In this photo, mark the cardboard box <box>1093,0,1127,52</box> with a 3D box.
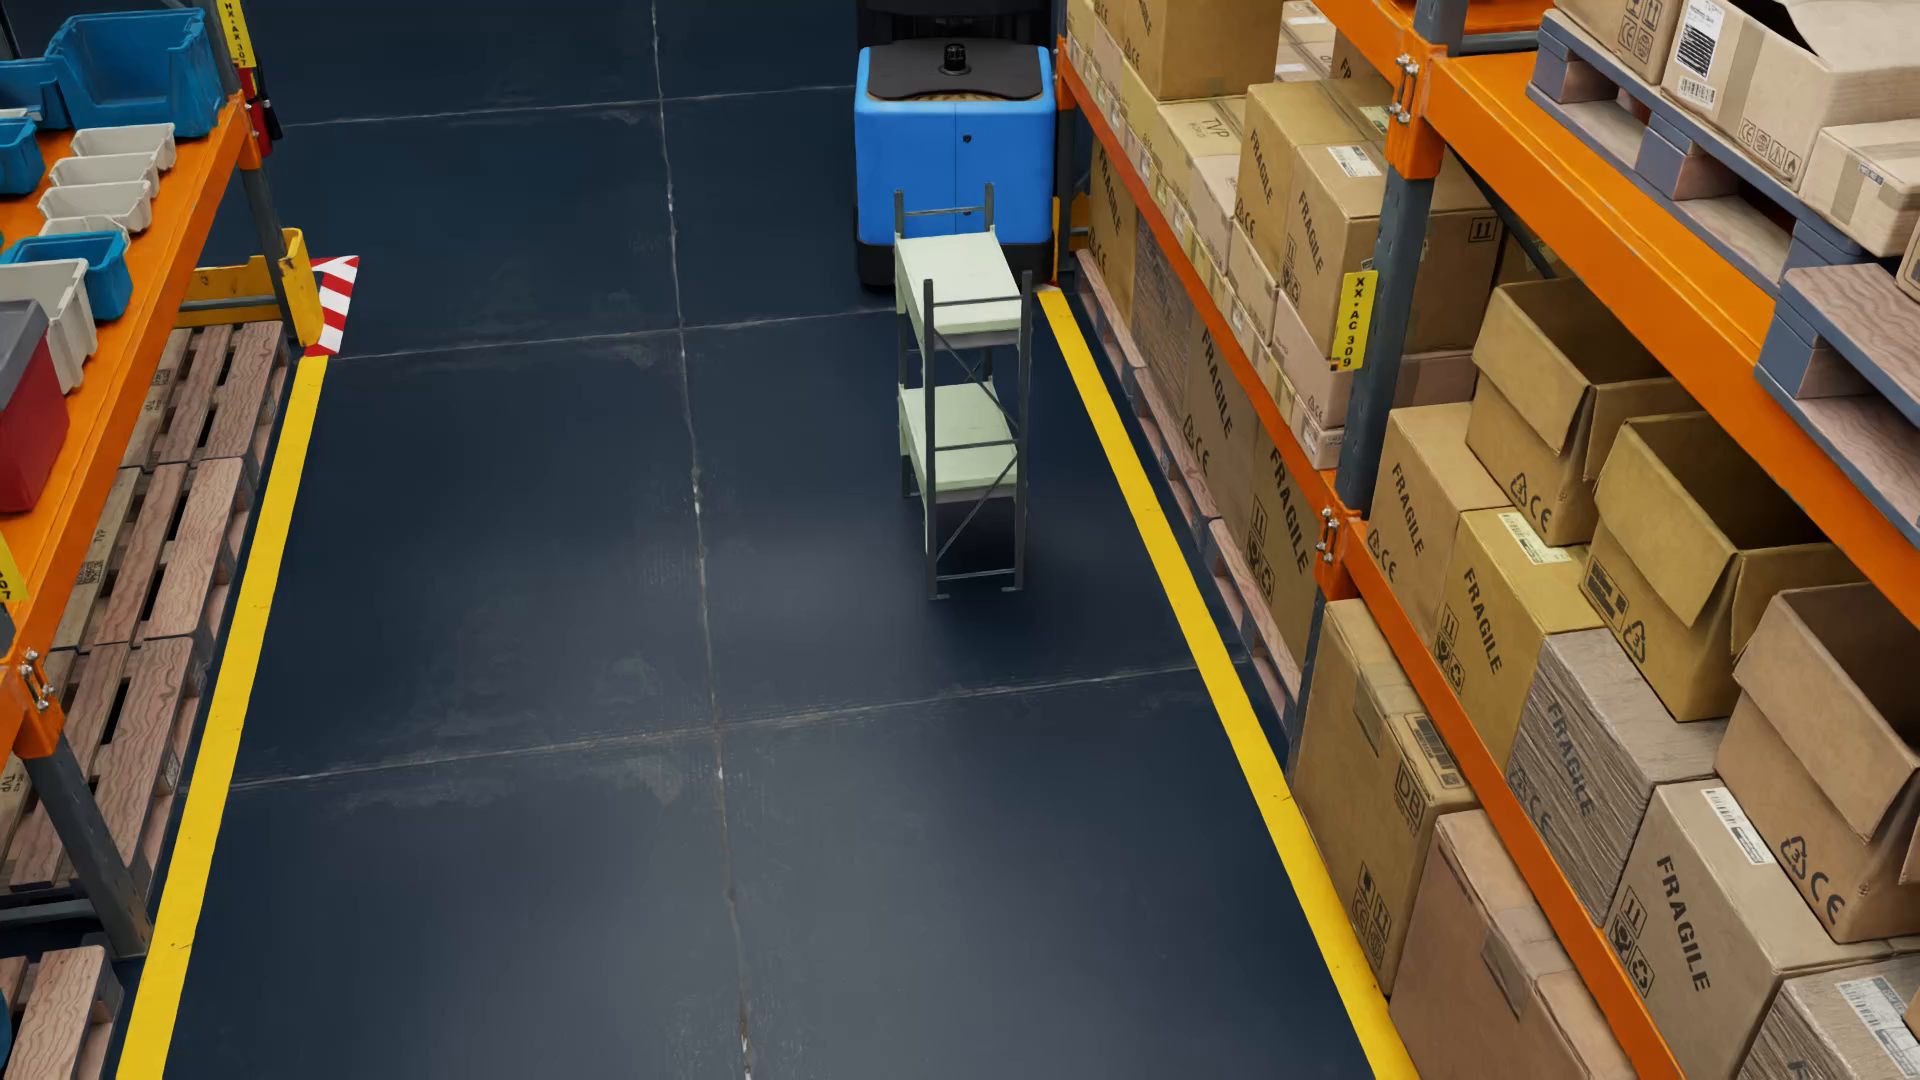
[{"bbox_3d":[0.900,-2.474,7.259,0.500,0.500,0.500,-7,38,-9],"label":"cardboard box"}]

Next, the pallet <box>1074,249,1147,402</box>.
[{"bbox_3d":[1.211,-1.165,8.578,1.003,0.211,1.213,-6,38,-8],"label":"pallet"}]

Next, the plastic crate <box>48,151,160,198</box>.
[{"bbox_3d":[-3.525,-1.478,6.874,0.396,0.136,0.243,-6,38,-8],"label":"plastic crate"}]

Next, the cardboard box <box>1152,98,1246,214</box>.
[{"bbox_3d":[1.091,-1.549,6.678,0.500,0.250,0.500,-7,38,-9],"label":"cardboard box"}]

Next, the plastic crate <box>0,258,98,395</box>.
[{"bbox_3d":[-3.268,-0.711,5.768,0.437,0.282,0.530,-6,38,-8],"label":"plastic crate"}]

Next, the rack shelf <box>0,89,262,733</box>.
[{"bbox_3d":[-3.532,-0.716,6.313,1.077,0.370,4.000,-6,38,-8],"label":"rack shelf"}]

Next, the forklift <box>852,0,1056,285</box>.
[{"bbox_3d":[-0.038,-3.392,9.227,1.130,2.935,3.031,0,38,0],"label":"forklift"}]

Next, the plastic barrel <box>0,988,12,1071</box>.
[{"bbox_3d":[-3.103,1.201,4.627,0.600,0.901,0.708,-6,38,-8],"label":"plastic barrel"}]

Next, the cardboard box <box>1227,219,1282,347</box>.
[{"bbox_3d":[1.266,-0.934,5.887,0.500,0.250,0.500,-5,38,-7],"label":"cardboard box"}]

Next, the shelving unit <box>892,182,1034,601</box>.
[{"bbox_3d":[0.001,-0.588,6.785,0.431,1.500,0.755,-6,38,-8],"label":"shelving unit"}]

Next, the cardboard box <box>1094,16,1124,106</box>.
[{"bbox_3d":[0.910,-2.167,7.474,0.500,0.250,0.500,-7,38,-9],"label":"cardboard box"}]

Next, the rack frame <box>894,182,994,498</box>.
[{"bbox_3d":[-0.063,-0.809,7.069,0.400,1.500,0.023,-6,38,-8],"label":"rack frame"}]

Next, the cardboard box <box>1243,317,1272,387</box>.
[{"bbox_3d":[1.229,-0.685,5.892,0.380,0.149,0.250,-7,38,-9],"label":"cardboard box"}]

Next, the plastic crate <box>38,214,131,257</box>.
[{"bbox_3d":[-3.382,-1.136,6.433,0.298,0.136,0.250,-6,38,-8],"label":"plastic crate"}]

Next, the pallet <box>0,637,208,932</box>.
[{"bbox_3d":[-3.348,0.869,5.960,1.003,0.211,1.213,-6,38,-8],"label":"pallet"}]

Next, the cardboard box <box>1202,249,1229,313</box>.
[{"bbox_3d":[1.138,-0.996,6.292,0.380,0.149,0.250,-6,38,-7],"label":"cardboard box"}]

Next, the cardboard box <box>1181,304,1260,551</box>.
[{"bbox_3d":[1.500,-0.603,6.970,0.875,0.875,0.875,-6,38,-8],"label":"cardboard box"}]

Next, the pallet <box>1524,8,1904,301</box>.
[{"bbox_3d":[1.904,-0.886,3.656,0.805,0.209,1.217,-8,39,-10],"label":"pallet"}]

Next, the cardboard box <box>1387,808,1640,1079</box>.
[{"bbox_3d":[1.984,1.272,4.557,1.225,0.875,0.875,-7,38,-10],"label":"cardboard box"}]

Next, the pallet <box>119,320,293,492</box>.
[{"bbox_3d":[-3.776,-0.605,7.857,1.003,0.211,1.213,-6,38,-8],"label":"pallet"}]

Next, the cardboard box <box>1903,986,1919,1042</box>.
[{"bbox_3d":[2.173,0.818,2.853,0.797,0.503,0.637,-5,38,-7],"label":"cardboard box"}]

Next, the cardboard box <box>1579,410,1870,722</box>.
[{"bbox_3d":[1.924,0.040,3.854,0.797,0.503,0.637,-6,38,-7],"label":"cardboard box"}]

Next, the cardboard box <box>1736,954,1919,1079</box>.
[{"bbox_3d":[1.890,1.165,3.224,0.500,0.500,0.500,-7,38,-9],"label":"cardboard box"}]

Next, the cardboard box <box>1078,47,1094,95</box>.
[{"bbox_3d":[0.778,-2.237,7.889,0.380,0.149,0.250,-7,38,-9],"label":"cardboard box"}]

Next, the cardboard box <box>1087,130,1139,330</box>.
[{"bbox_3d":[1.185,-1.690,8.370,0.875,0.875,0.875,-6,38,-8],"label":"cardboard box"}]

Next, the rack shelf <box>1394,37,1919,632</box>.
[{"bbox_3d":[2.046,-0.018,2.969,1.077,0.370,4.000,-6,38,-8],"label":"rack shelf"}]

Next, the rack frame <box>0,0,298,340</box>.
[{"bbox_3d":[-3.882,-2.208,7.648,1.000,3.000,0.127,-6,38,-8],"label":"rack frame"}]

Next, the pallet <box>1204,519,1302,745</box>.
[{"bbox_3d":[1.639,0.308,6.681,1.003,0.211,1.213,-6,38,-8],"label":"pallet"}]

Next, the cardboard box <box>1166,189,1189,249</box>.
[{"bbox_3d":[1.050,-1.305,6.689,0.380,0.149,0.250,-6,38,-7],"label":"cardboard box"}]

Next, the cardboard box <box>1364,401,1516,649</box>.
[{"bbox_3d":[1.530,-0.060,4.801,0.500,0.500,0.500,-6,38,-8],"label":"cardboard box"}]

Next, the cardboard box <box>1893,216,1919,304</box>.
[{"bbox_3d":[2.017,-0.532,2.618,0.797,0.503,0.637,-7,38,-9],"label":"cardboard box"}]

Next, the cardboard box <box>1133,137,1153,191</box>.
[{"bbox_3d":[0.959,-1.616,7.089,0.380,0.149,0.250,-7,38,-8],"label":"cardboard box"}]

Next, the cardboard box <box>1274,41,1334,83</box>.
[{"bbox_3d":[1.518,-1.921,7.158,0.500,0.250,0.500,-7,38,-9],"label":"cardboard box"}]

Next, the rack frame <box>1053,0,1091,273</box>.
[{"bbox_3d":[0.994,-2.741,8.333,1.000,3.000,0.127,-6,38,-8],"label":"rack frame"}]

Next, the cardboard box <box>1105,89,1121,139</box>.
[{"bbox_3d":[0.870,-1.925,7.488,0.380,0.149,0.250,-7,38,-9],"label":"cardboard box"}]

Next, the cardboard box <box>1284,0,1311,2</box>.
[{"bbox_3d":[1.340,-2.535,7.948,0.500,0.250,0.500,-7,38,-9],"label":"cardboard box"}]

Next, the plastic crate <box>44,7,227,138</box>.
[{"bbox_3d":[-3.640,-2.064,7.384,0.616,0.435,0.499,-6,38,-8],"label":"plastic crate"}]

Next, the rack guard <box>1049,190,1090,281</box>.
[{"bbox_3d":[0.990,-1.768,9.119,1.175,0.500,0.348,-6,38,-8],"label":"rack guard"}]

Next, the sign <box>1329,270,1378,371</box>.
[{"bbox_3d":[1.149,-0.638,4.856,0.100,0.325,0.005,-6,38,-8],"label":"sign"}]

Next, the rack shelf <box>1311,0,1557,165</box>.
[{"bbox_3d":[1.344,-2.434,6.079,1.077,0.370,4.000,-6,38,-8],"label":"rack shelf"}]

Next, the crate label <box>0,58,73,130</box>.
[{"bbox_3d":[-4.163,-1.981,7.443,0.416,0.233,0.303,-6,38,-8],"label":"crate label"}]

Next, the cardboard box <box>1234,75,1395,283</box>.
[{"bbox_3d":[1.267,-1.231,5.659,0.500,0.500,0.500,-6,38,-7],"label":"cardboard box"}]

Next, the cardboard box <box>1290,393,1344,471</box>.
[{"bbox_3d":[1.319,-0.375,5.492,0.380,0.149,0.250,-6,38,-8],"label":"cardboard box"}]

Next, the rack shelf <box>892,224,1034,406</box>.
[{"bbox_3d":[0.001,-0.896,6.545,0.431,0.370,0.720,-6,38,-8],"label":"rack shelf"}]

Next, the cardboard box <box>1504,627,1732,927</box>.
[{"bbox_3d":[1.706,0.546,4.021,0.500,0.500,0.500,-7,38,-9],"label":"cardboard box"}]

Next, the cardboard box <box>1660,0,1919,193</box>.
[{"bbox_3d":[1.799,-0.968,3.336,0.500,0.311,0.500,-7,38,-10],"label":"cardboard box"}]

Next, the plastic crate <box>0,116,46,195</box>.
[{"bbox_3d":[-4.048,-1.584,6.931,0.416,0.233,0.300,-6,38,-8],"label":"plastic crate"}]

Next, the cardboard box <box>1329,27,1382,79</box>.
[{"bbox_3d":[1.688,-1.608,6.144,0.500,0.500,0.500,-7,38,-9],"label":"cardboard box"}]
